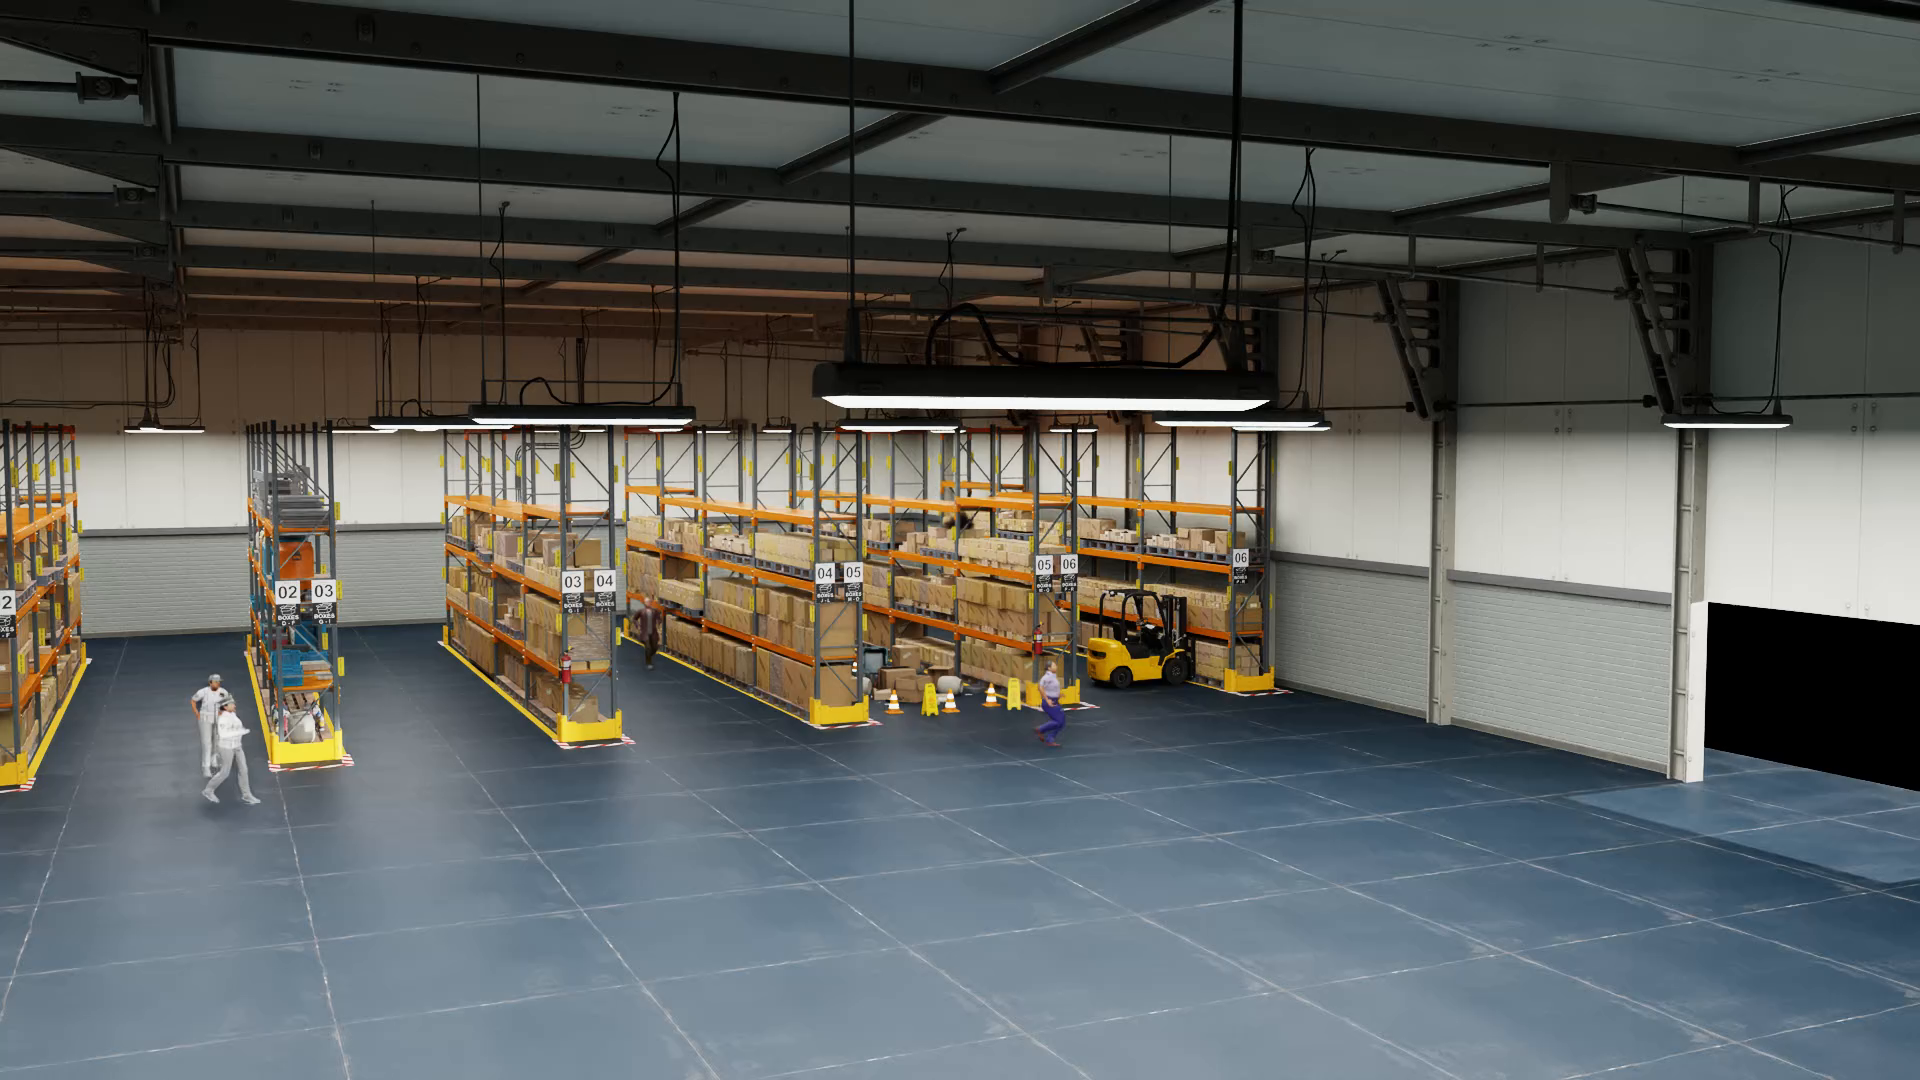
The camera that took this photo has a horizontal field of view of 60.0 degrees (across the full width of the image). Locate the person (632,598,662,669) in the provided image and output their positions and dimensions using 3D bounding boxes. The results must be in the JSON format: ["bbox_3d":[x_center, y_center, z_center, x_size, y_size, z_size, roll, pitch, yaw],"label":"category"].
[{"bbox_3d":[-7.699,2.291,40.998,0.716,1.737,0.836,-2,4,-25],"label":"person"}]

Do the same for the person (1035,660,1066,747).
[{"bbox_3d":[1.671,3.010,30.610,0.556,1.599,0.619,1,4,11],"label":"person"}]

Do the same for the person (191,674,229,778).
[{"bbox_3d":[-12.710,3.129,28.326,0.608,1.694,0.877,-3,5,-41],"label":"person"}]

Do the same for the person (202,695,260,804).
[{"bbox_3d":[-11.290,3.243,25.718,0.855,1.713,0.605,0,4,2],"label":"person"}]
